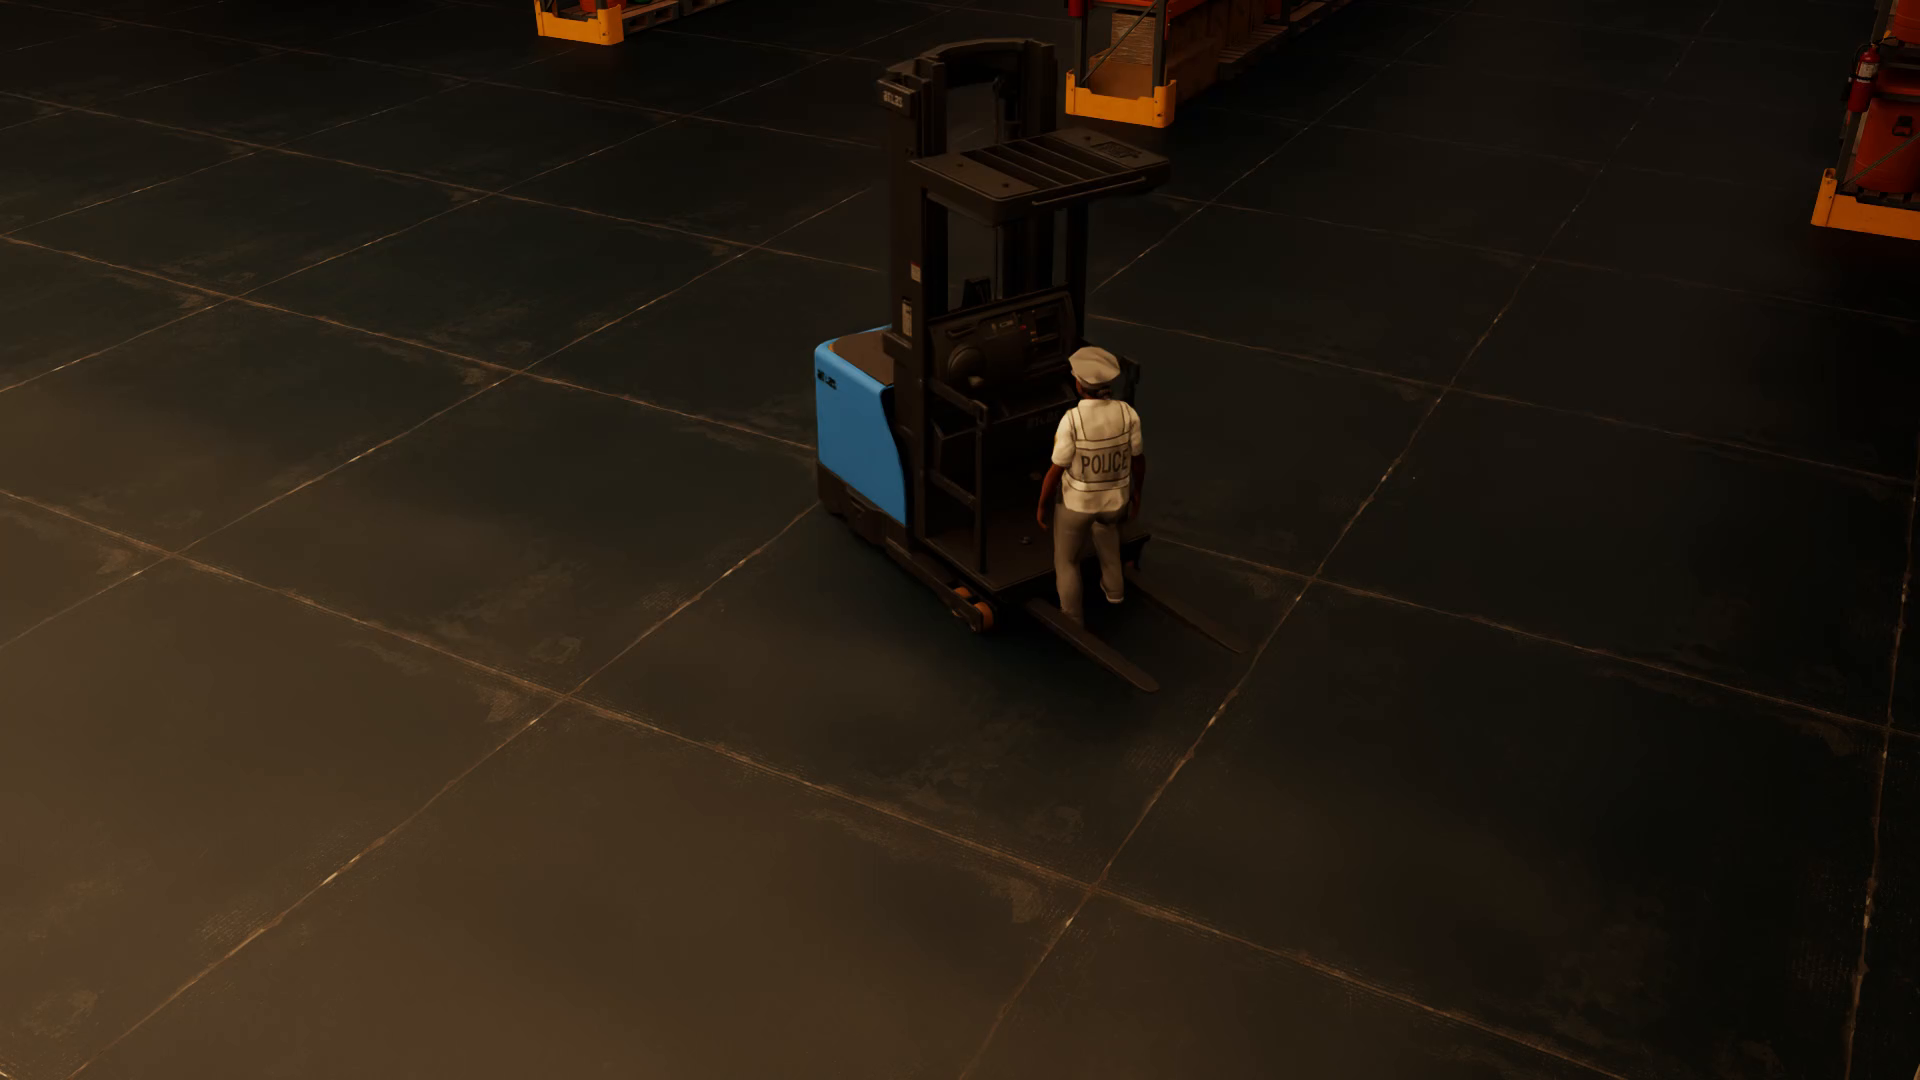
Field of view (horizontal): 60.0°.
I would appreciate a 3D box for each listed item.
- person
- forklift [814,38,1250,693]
[{"bbox_3d":[0.659,-0.245,8.731,0.566,1.686,0.525,-9,31,-15],"label":"person"},{"bbox_3d":[0.364,-1.036,8.866,1.130,2.935,3.031,-19,35,-29],"label":"forklift"}]
